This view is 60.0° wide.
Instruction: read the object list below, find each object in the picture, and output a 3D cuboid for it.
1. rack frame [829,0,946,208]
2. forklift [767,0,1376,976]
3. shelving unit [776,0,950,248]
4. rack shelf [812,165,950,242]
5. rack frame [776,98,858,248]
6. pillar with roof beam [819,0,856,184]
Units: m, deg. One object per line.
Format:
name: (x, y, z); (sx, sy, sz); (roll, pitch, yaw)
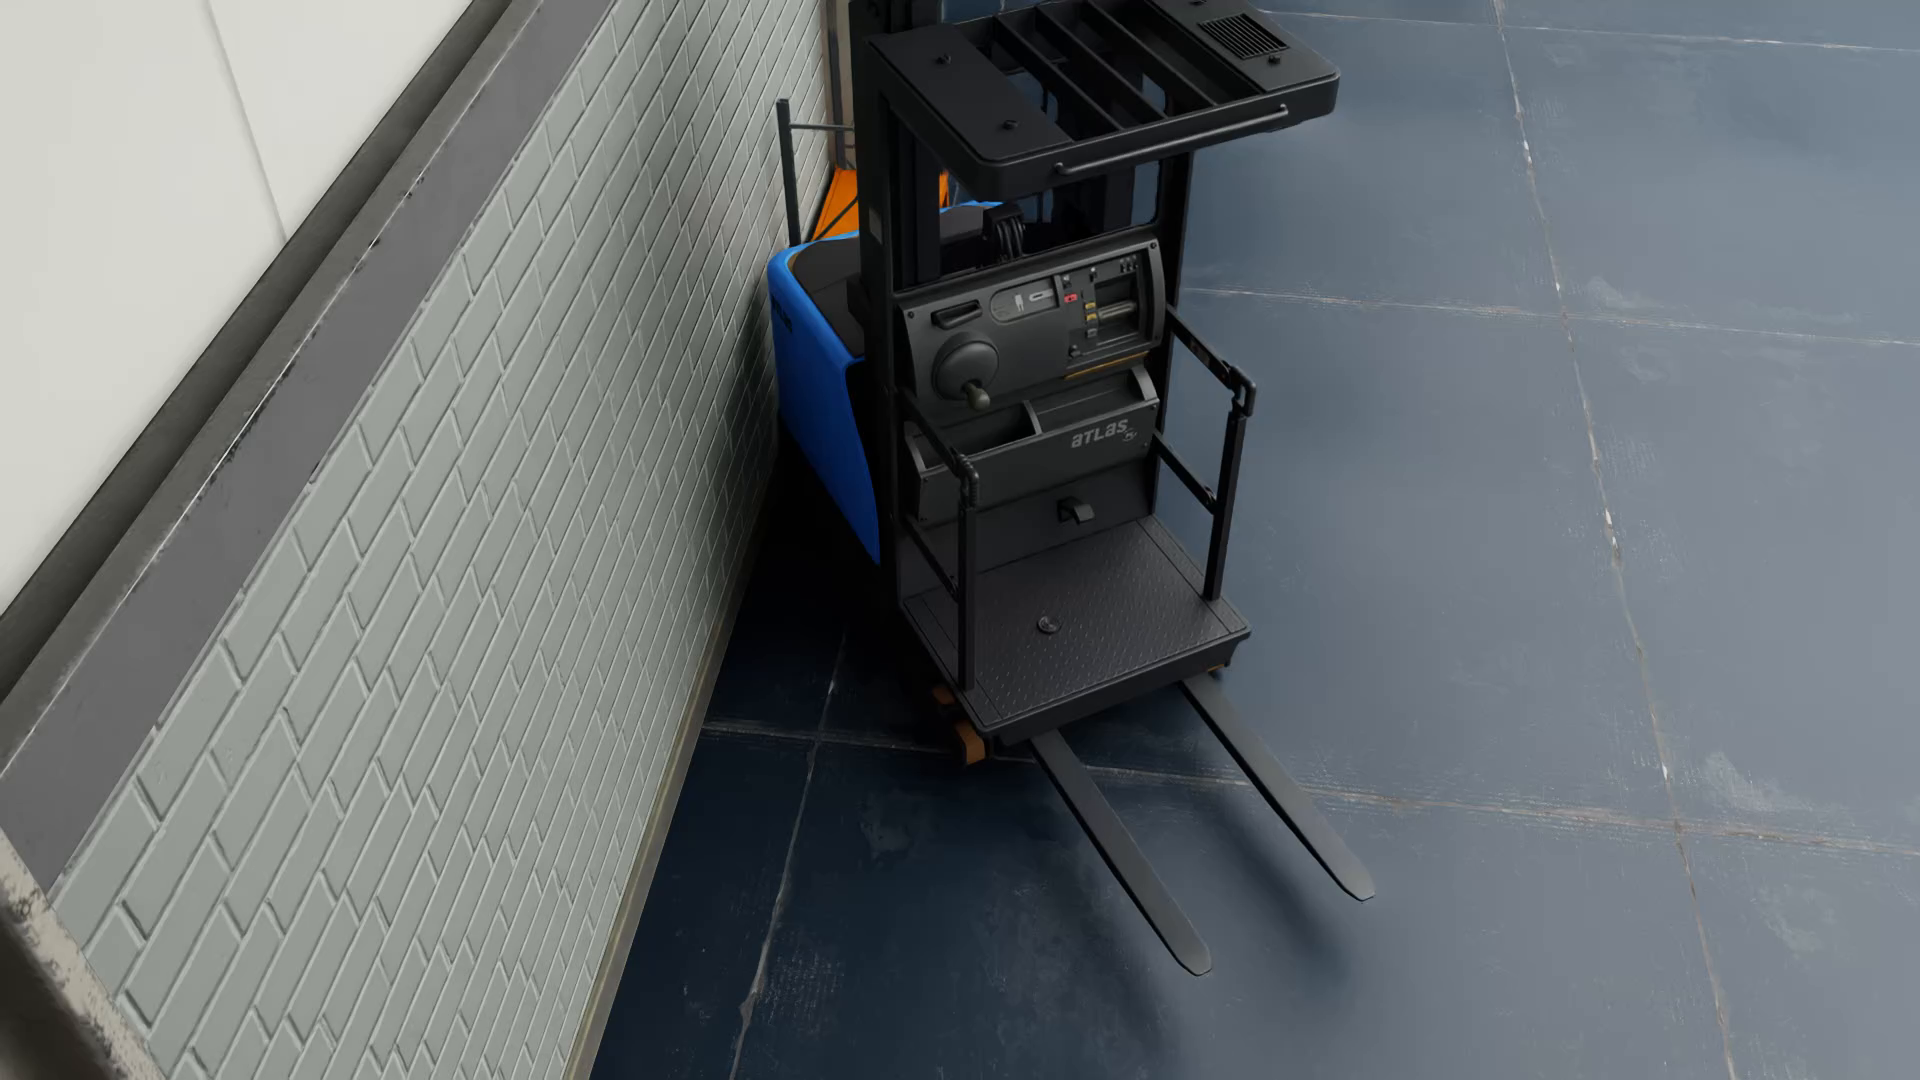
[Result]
rack frame: (-0.312, -1.766, 7.505); (0.500, 1.500, 0.032); (4, 42, 6)
forklift: (0.348, -0.617, 5.270); (1.130, 2.935, 3.031); (-19, 47, -19)
shelving unit: (-0.374, -1.421, 7.125); (0.587, 1.500, 1.083); (4, 42, 6)
rack shelf: (-0.370, -1.293, 7.252); (0.538, 0.185, 1.000); (4, 42, 6)
rack frame: (-0.434, -1.087, 6.758); (0.500, 1.500, 0.032); (4, 42, 6)
pillar with roof beam: (3.841, -4.232, 4.674); (9.100, 9.000, 0.400); (5, 44, 6)
